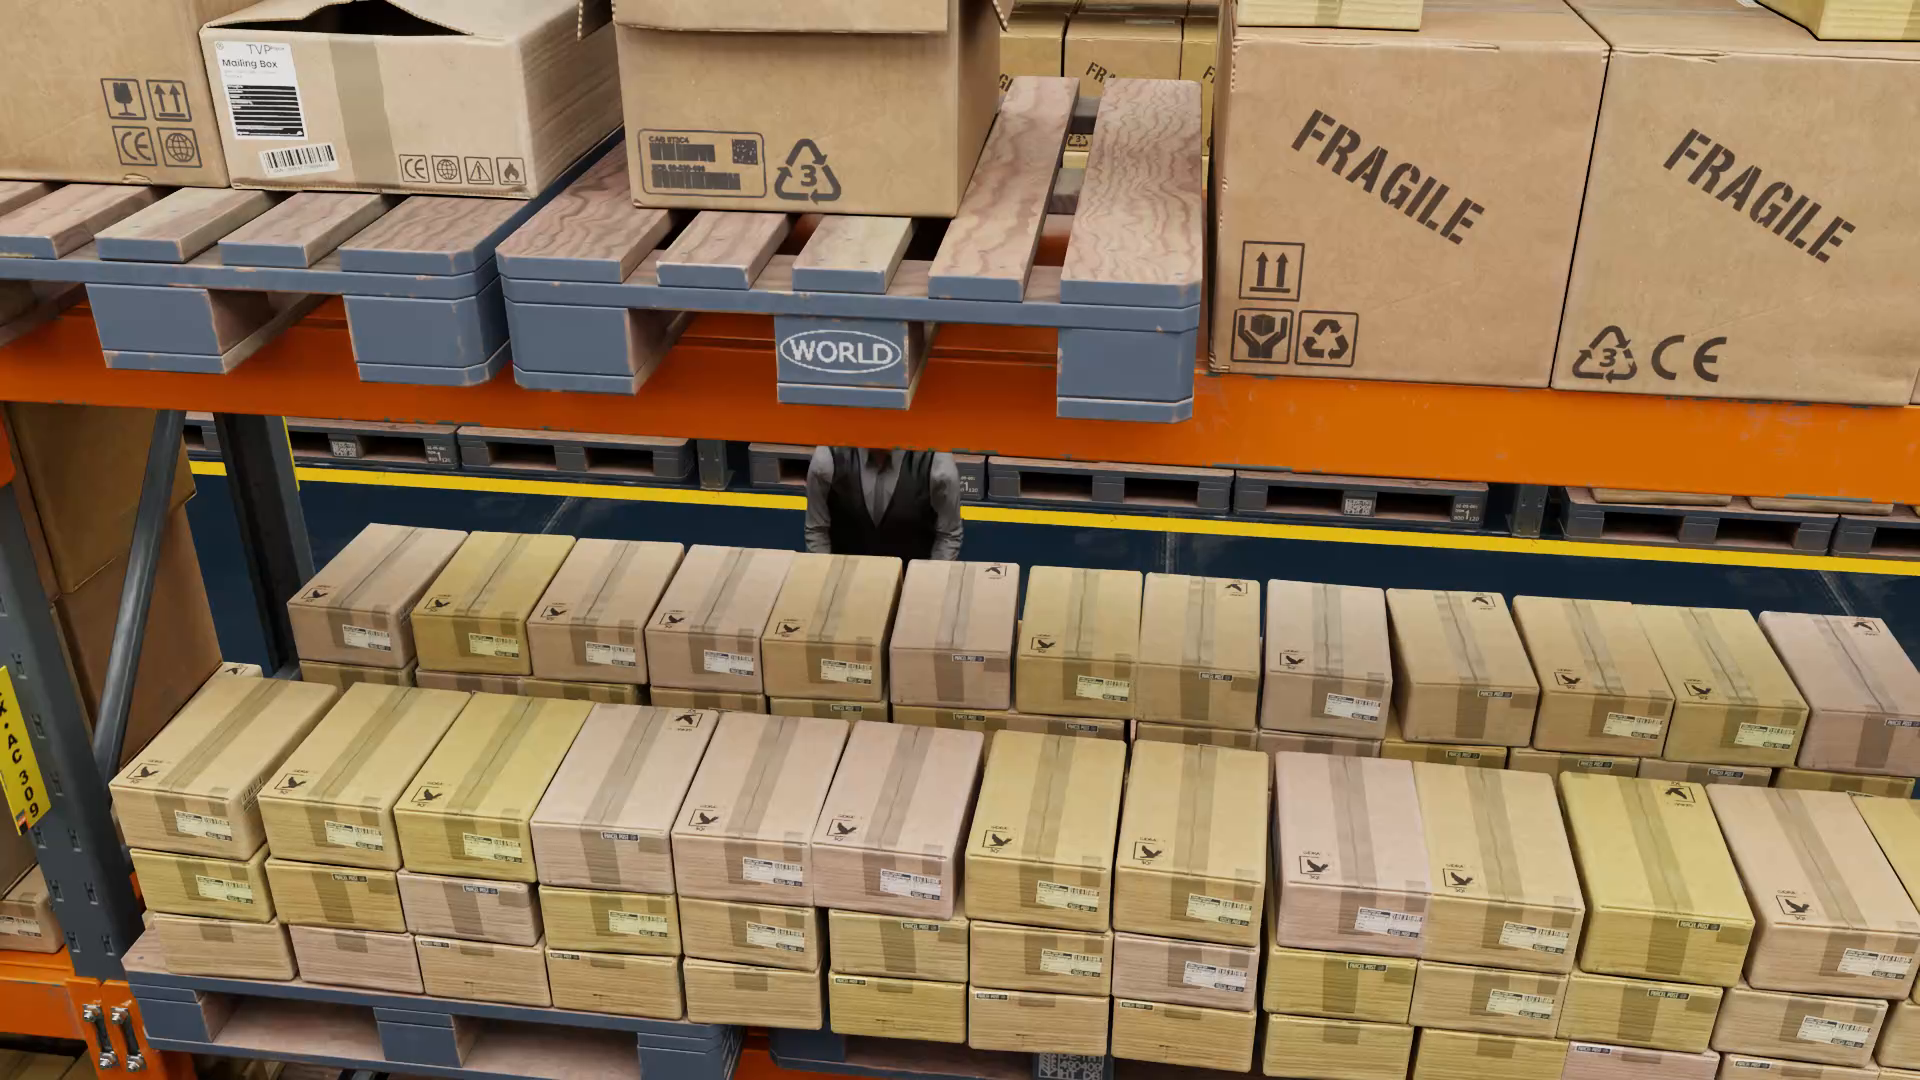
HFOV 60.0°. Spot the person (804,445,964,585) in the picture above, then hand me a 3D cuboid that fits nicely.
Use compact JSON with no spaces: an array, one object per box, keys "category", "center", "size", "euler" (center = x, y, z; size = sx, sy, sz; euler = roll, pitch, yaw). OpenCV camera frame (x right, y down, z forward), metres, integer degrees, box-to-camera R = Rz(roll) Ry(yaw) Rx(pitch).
[{"category":"person","center":[-0.260,0.230,5.713],"size":[0.544,1.728,0.482],"euler":[3,28,5]}]
